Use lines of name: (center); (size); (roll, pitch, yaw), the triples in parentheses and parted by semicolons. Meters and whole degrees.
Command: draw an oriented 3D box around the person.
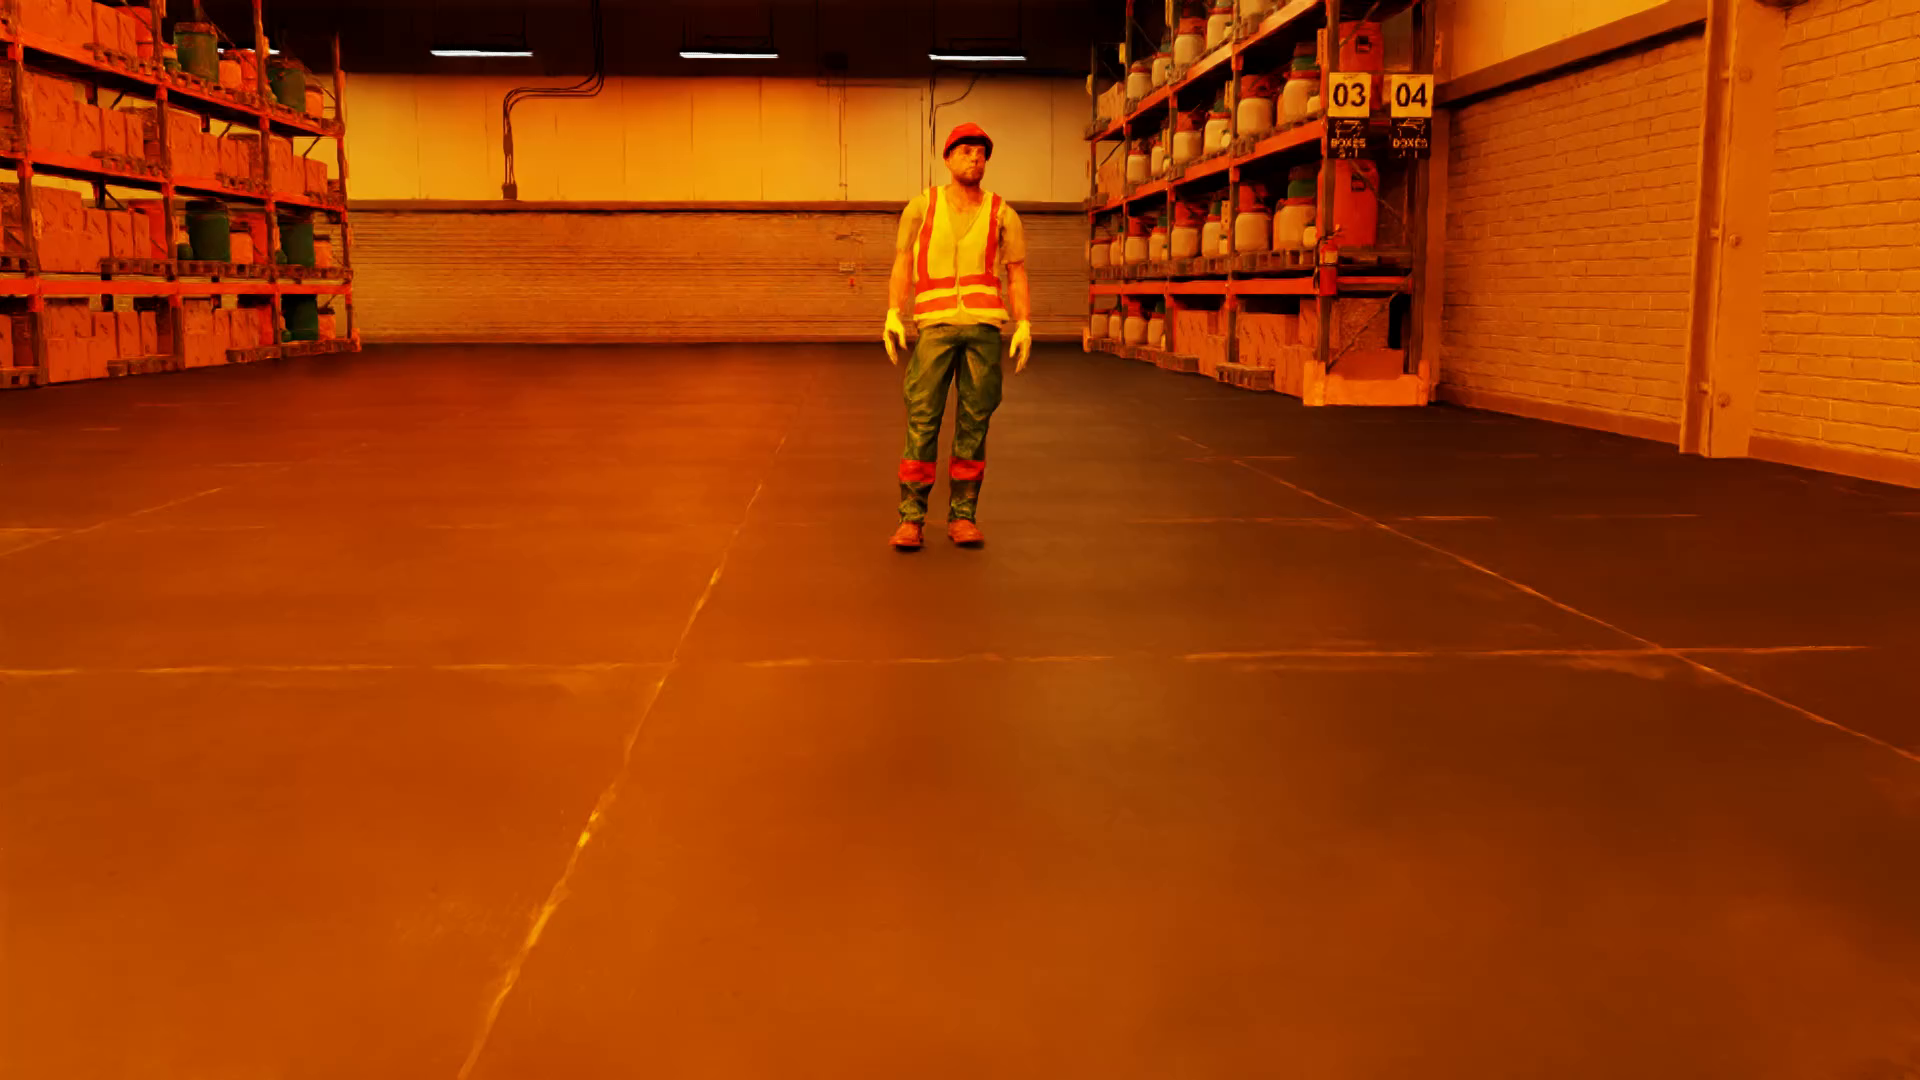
person: (-0.006, -0.880, 7.097); (0.637, 1.787, 0.563); (-1, 8, -4)
